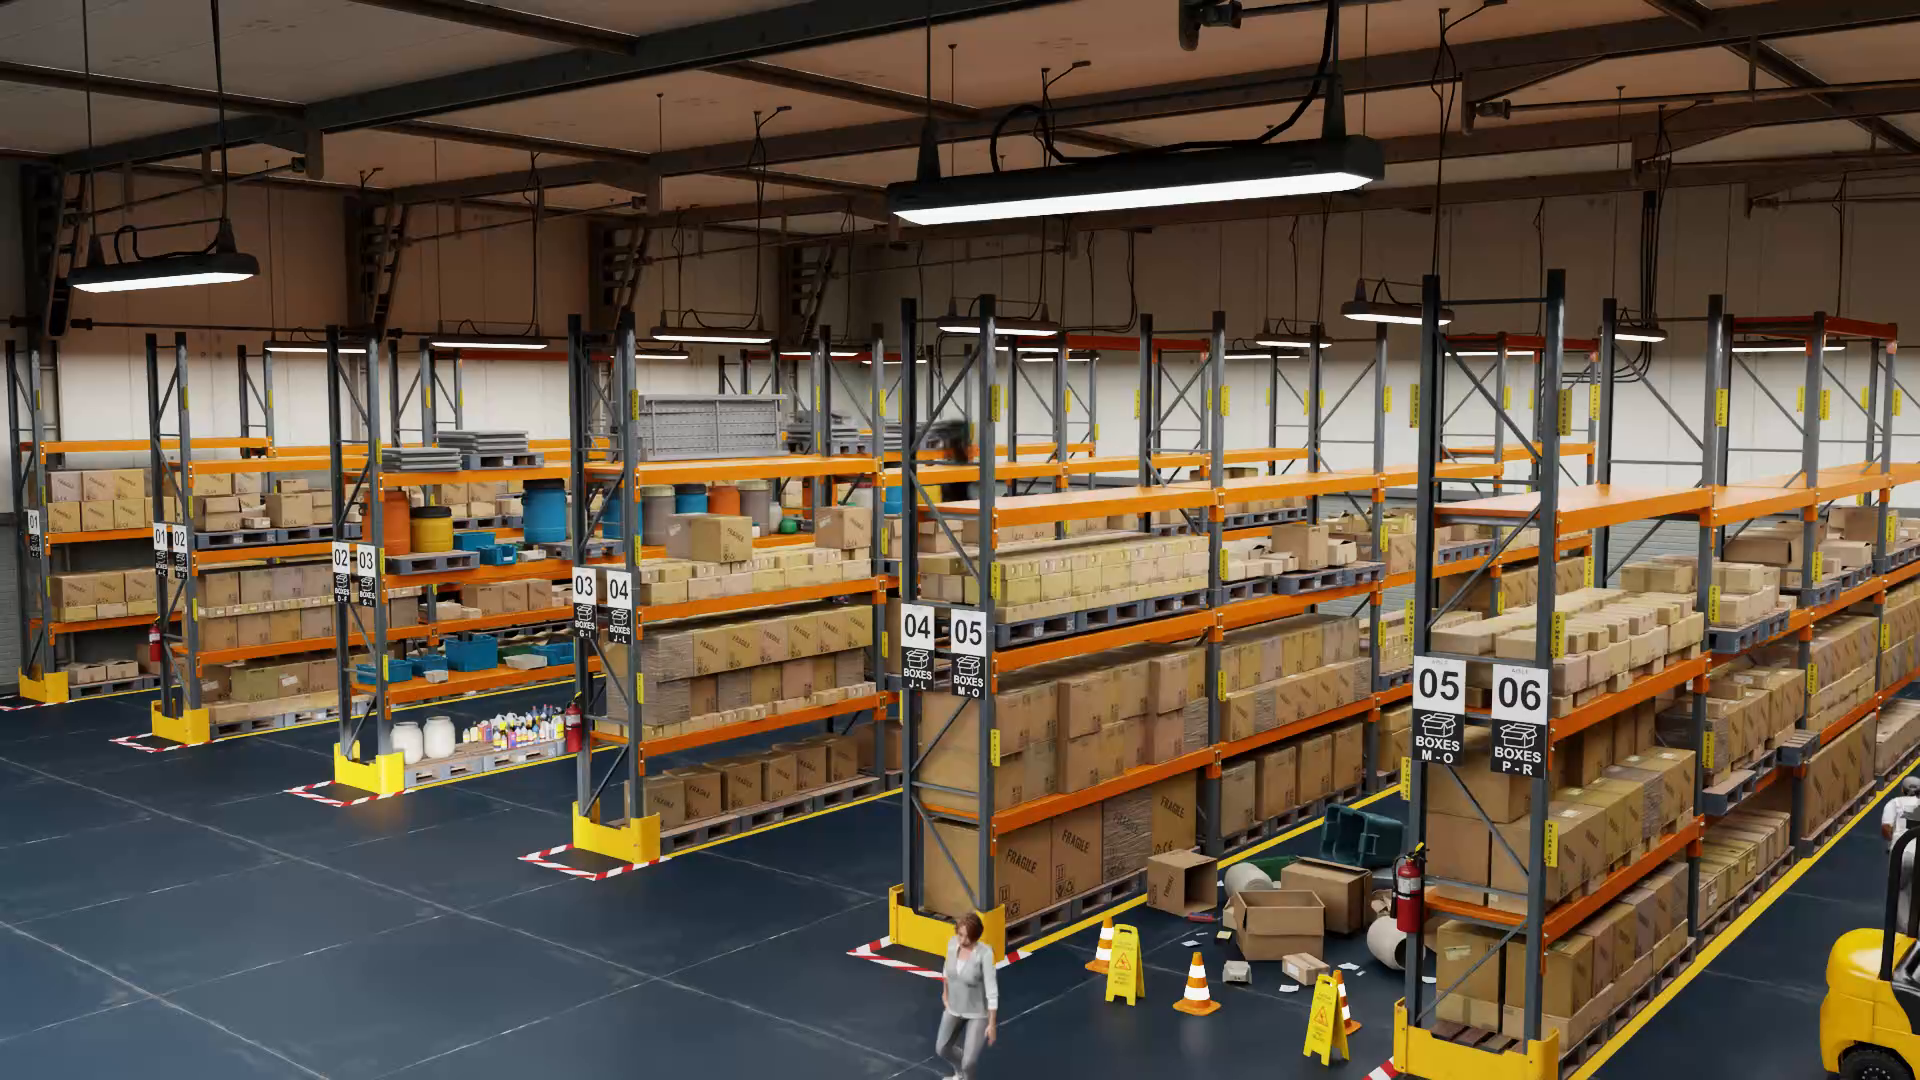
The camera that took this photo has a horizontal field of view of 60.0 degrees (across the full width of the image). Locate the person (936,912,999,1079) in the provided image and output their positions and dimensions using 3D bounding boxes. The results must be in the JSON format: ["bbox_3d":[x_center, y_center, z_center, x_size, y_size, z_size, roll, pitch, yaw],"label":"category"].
[{"bbox_3d":[0.068,3.346,11.866,0.664,1.509,0.582,3,6,32],"label":"person"}]

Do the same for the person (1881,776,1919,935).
[{"bbox_3d":[9.075,3.024,15.751,0.634,1.486,0.835,2,6,25],"label":"person"}]
